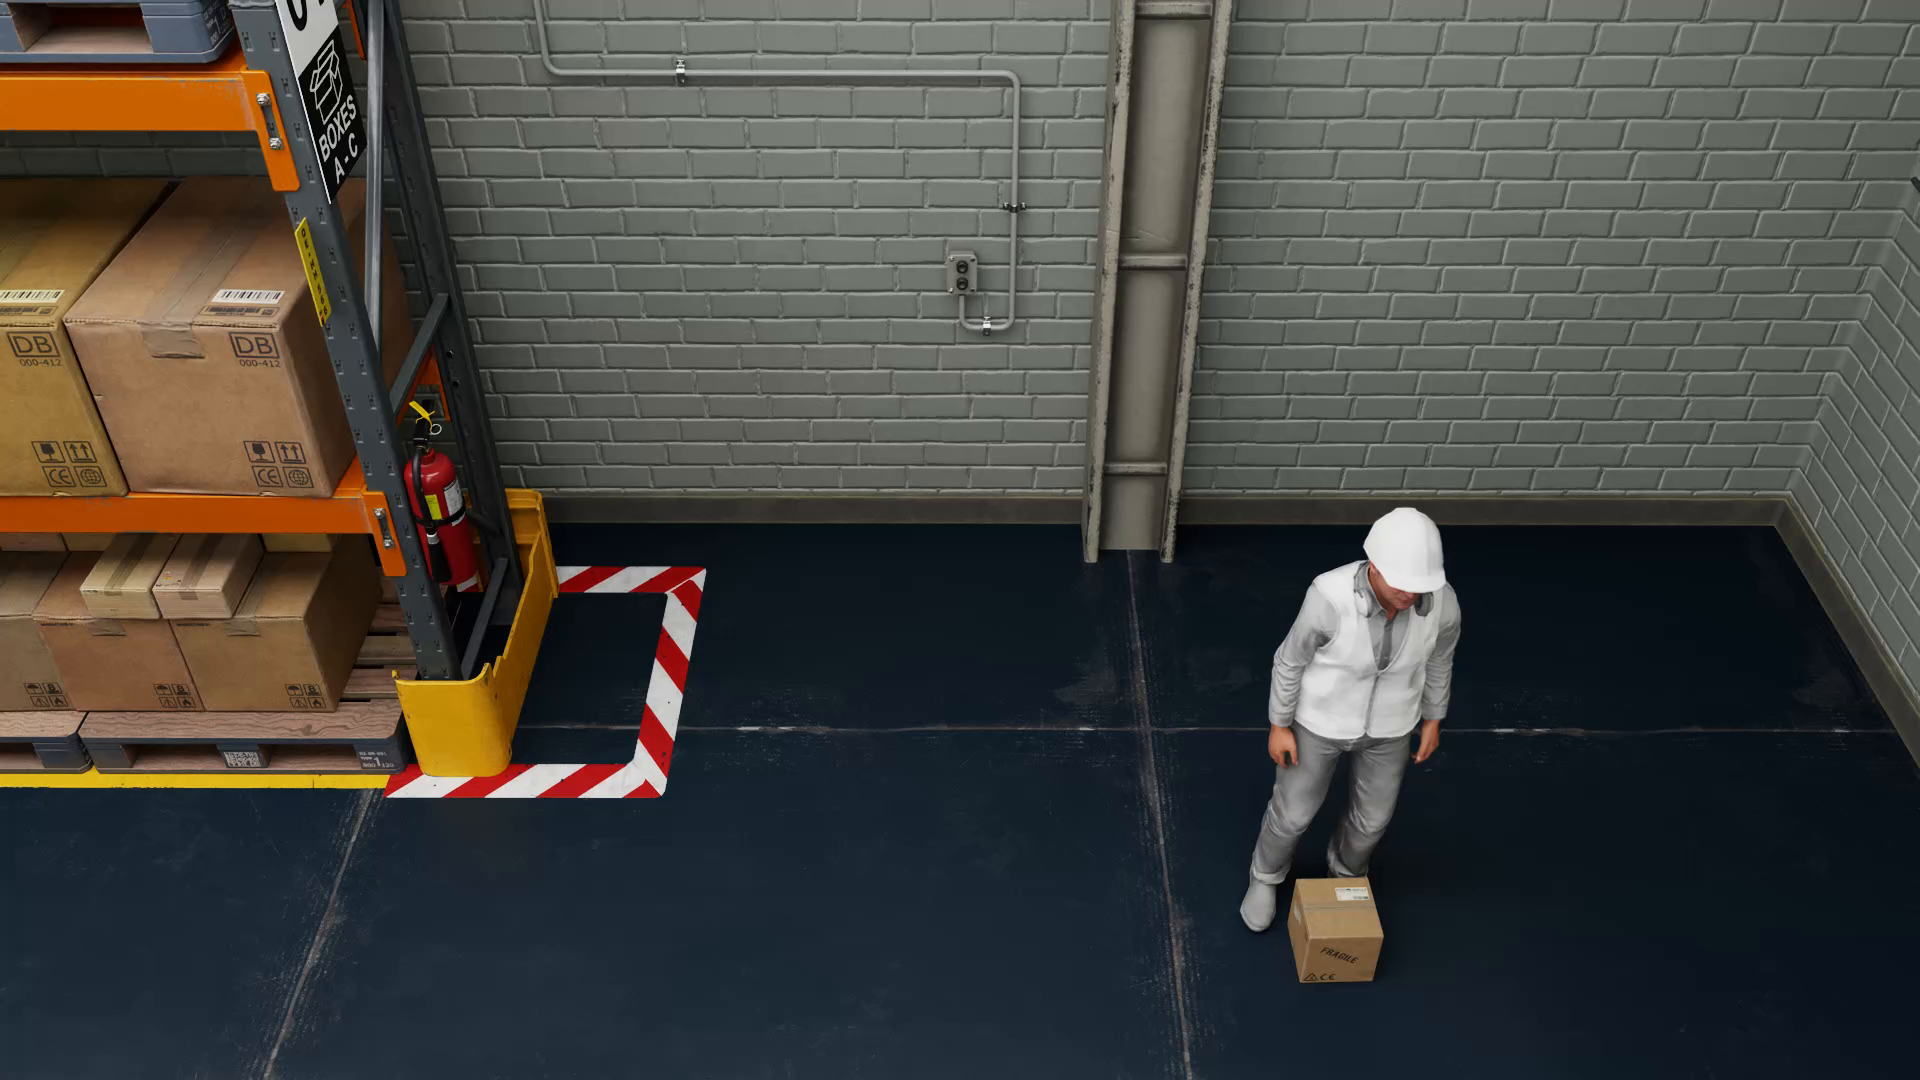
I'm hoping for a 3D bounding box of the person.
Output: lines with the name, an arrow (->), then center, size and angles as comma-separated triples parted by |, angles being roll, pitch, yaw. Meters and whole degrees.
person -> 1.285, 0.584, 5.420 | 0.594, 1.773, 0.457 | -2, 39, -2
